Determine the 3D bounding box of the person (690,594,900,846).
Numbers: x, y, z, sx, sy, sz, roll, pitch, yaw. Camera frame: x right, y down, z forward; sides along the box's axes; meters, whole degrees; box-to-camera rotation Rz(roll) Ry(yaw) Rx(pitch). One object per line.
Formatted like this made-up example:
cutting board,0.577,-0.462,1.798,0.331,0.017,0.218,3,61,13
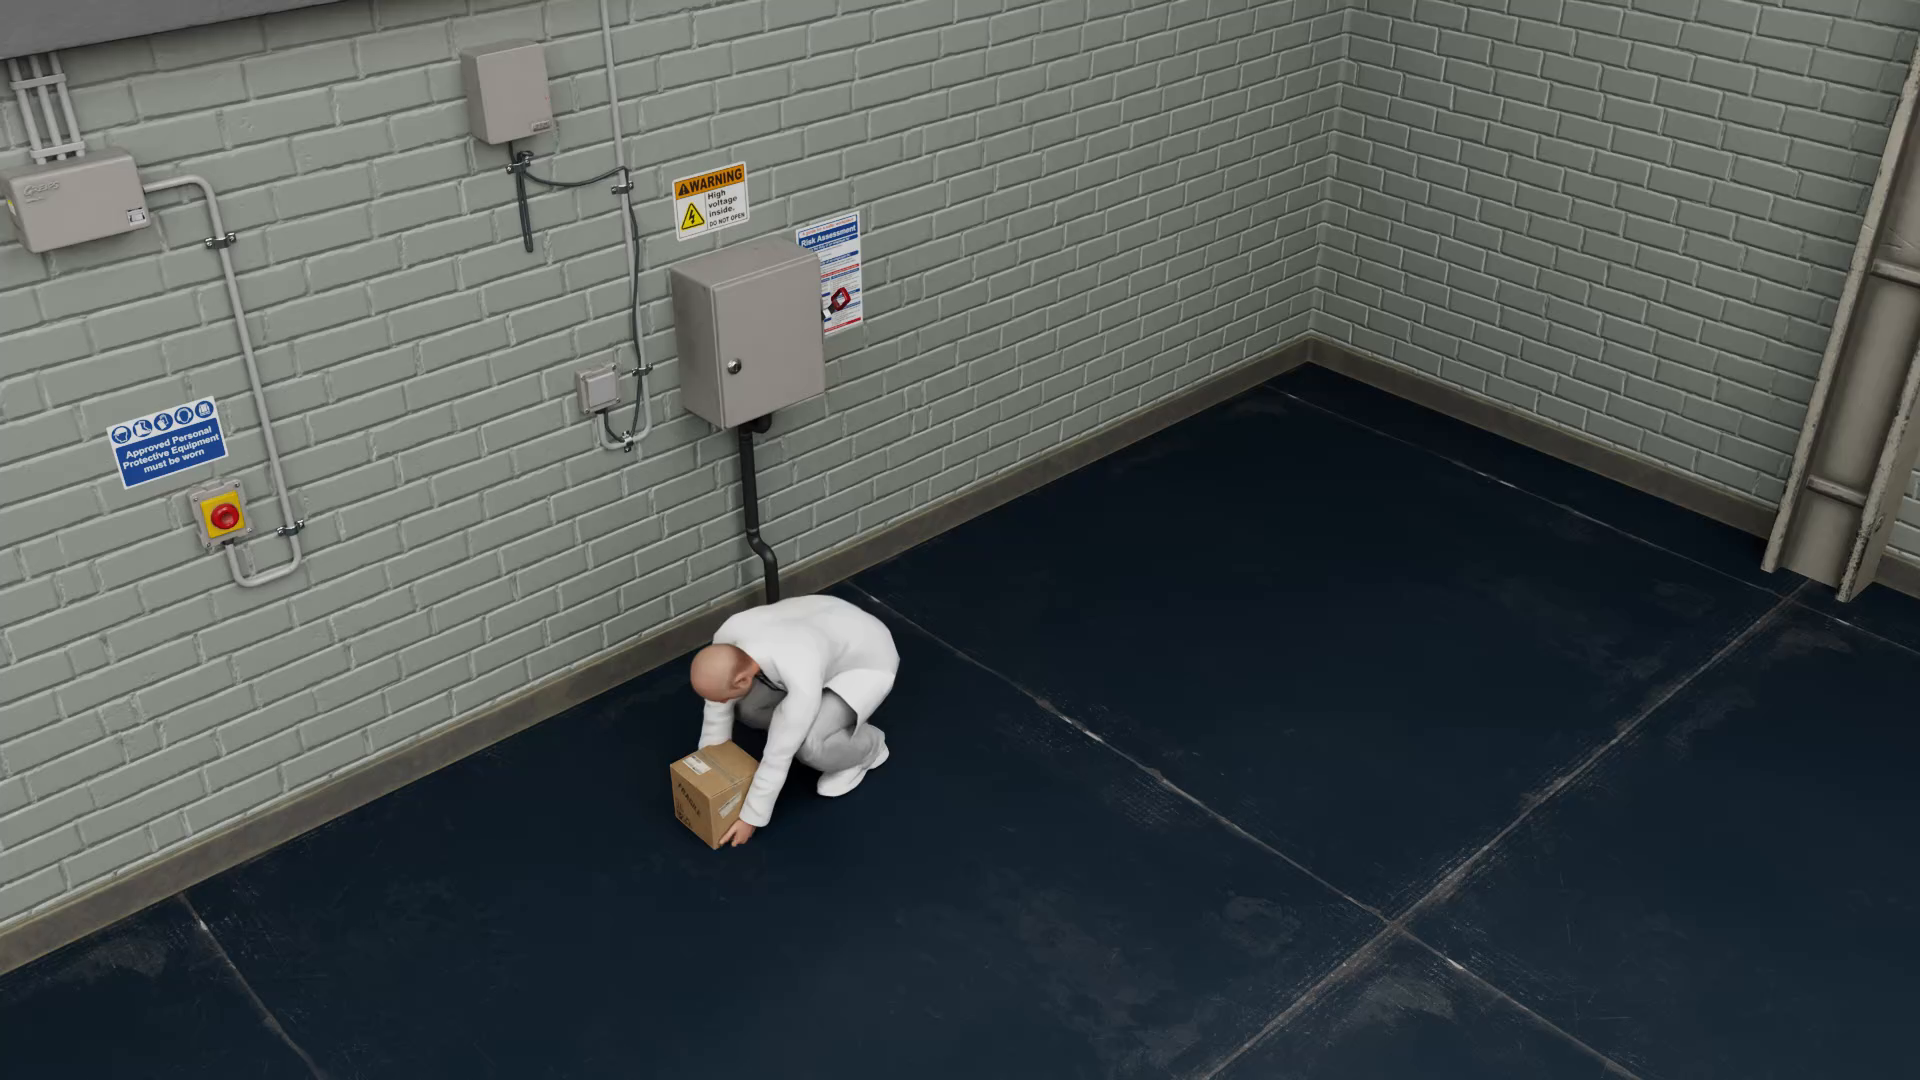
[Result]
person,-0.625,0.614,6.184,0.922,0.858,0.581,-26,40,-36
